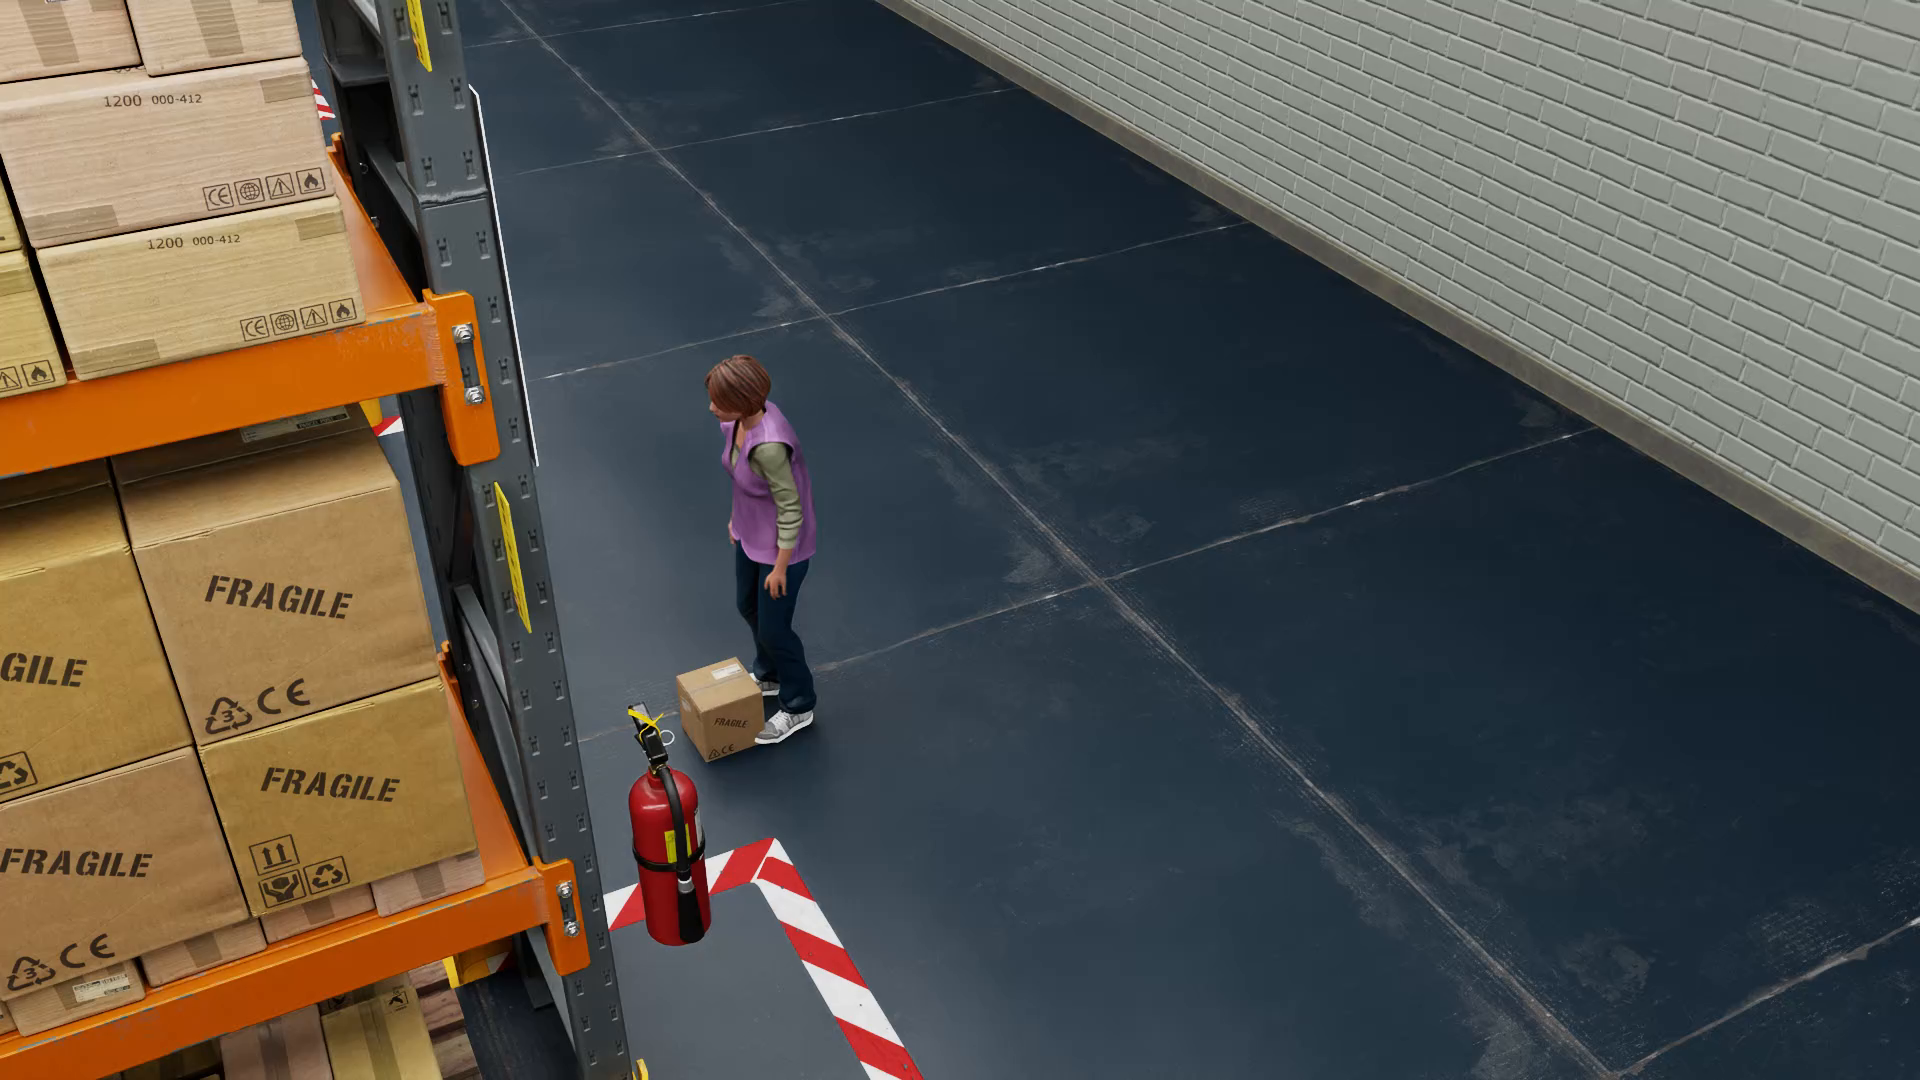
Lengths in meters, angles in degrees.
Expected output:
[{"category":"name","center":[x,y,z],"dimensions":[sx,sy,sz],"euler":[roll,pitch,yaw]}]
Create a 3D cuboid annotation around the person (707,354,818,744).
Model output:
[{"category":"person","center":[-0.709,0.026,6.122],"dimensions":[0.344,1.581,0.462],"euler":[-18,37,-24]}]
